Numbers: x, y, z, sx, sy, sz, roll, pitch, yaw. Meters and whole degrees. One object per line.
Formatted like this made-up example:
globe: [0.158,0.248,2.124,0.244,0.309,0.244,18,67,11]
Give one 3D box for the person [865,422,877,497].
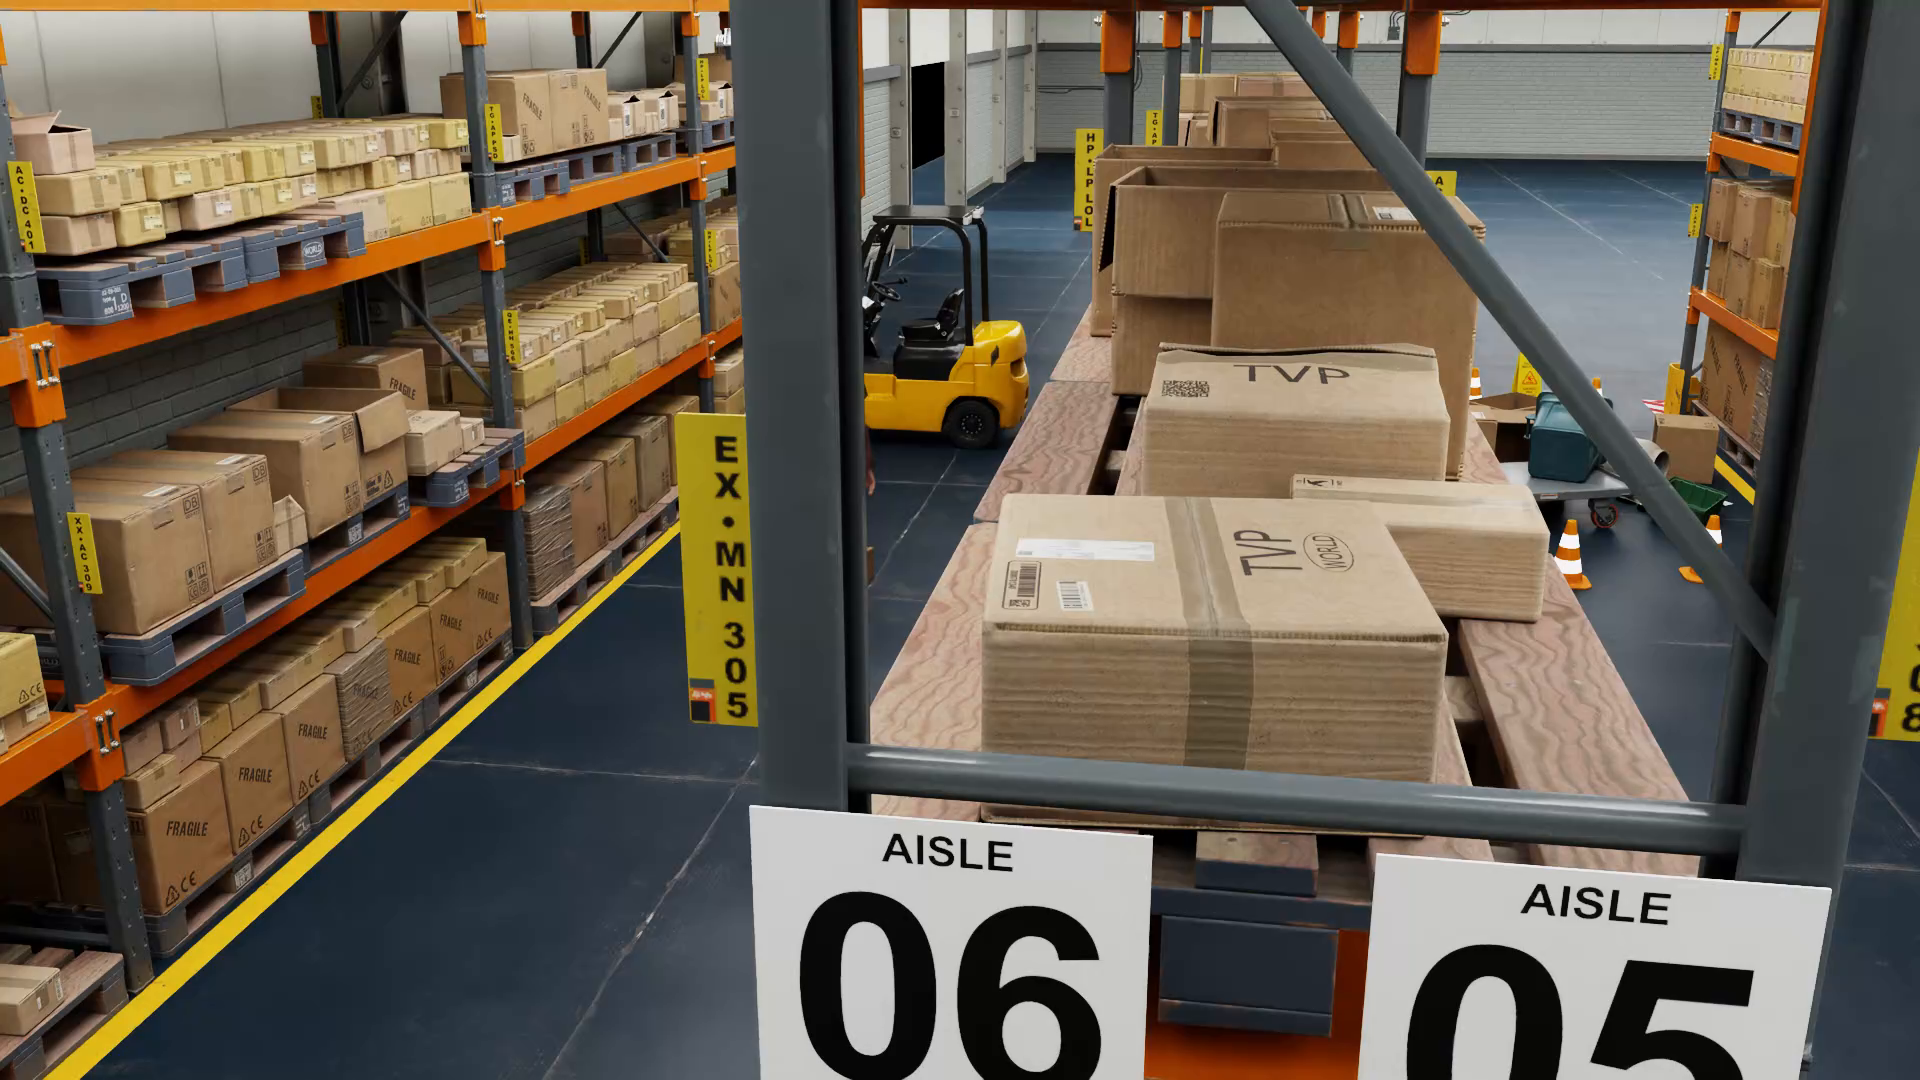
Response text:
person: [-0.963,-0.450,11.579,0.776,1.715,0.555,0,18,-1]
